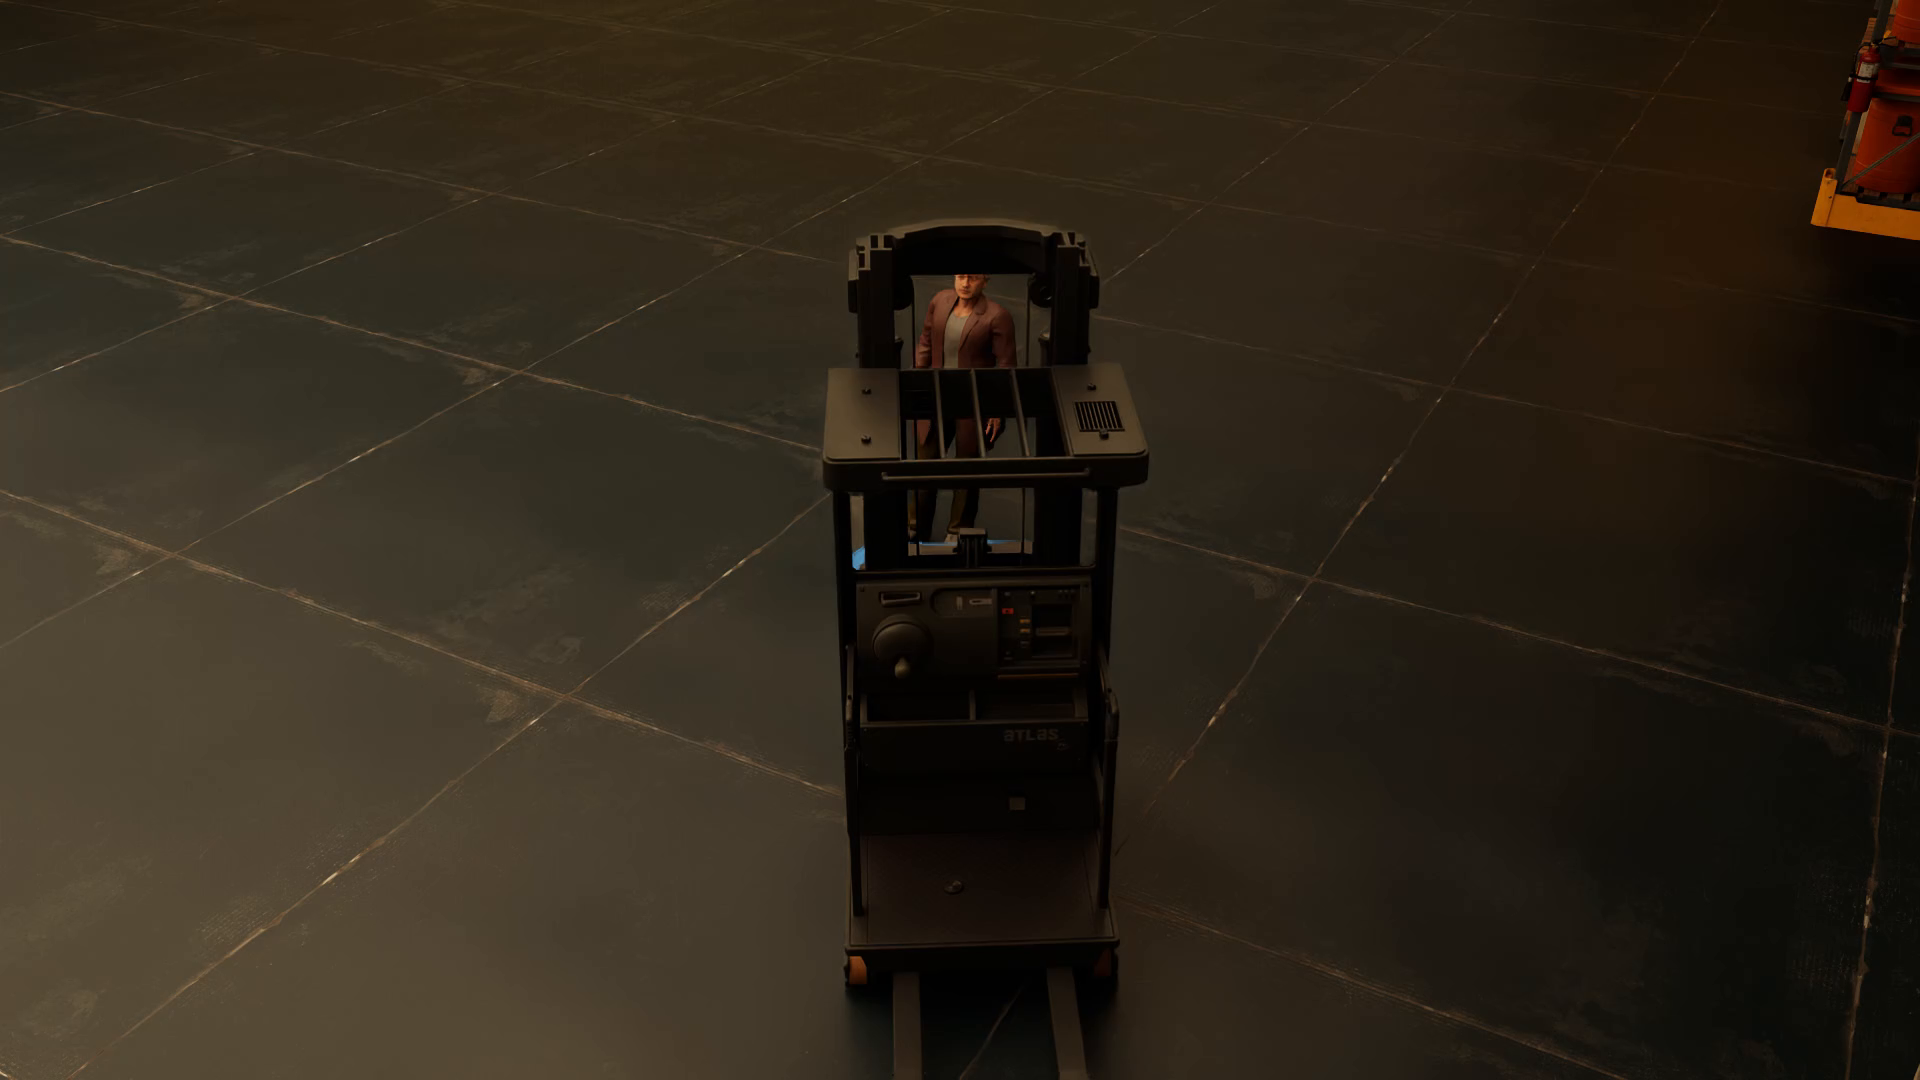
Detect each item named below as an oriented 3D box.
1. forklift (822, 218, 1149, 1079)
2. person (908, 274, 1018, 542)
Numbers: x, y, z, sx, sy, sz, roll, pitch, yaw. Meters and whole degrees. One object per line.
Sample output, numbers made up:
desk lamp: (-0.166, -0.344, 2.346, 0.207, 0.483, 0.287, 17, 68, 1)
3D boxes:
forklift: (0.070, 0.394, 6.387, 1.130, 2.935, 3.031, -1, 30, -2)
person: (-0.048, -0.737, 9.487, 0.696, 1.777, 0.579, 15, 33, 25)
